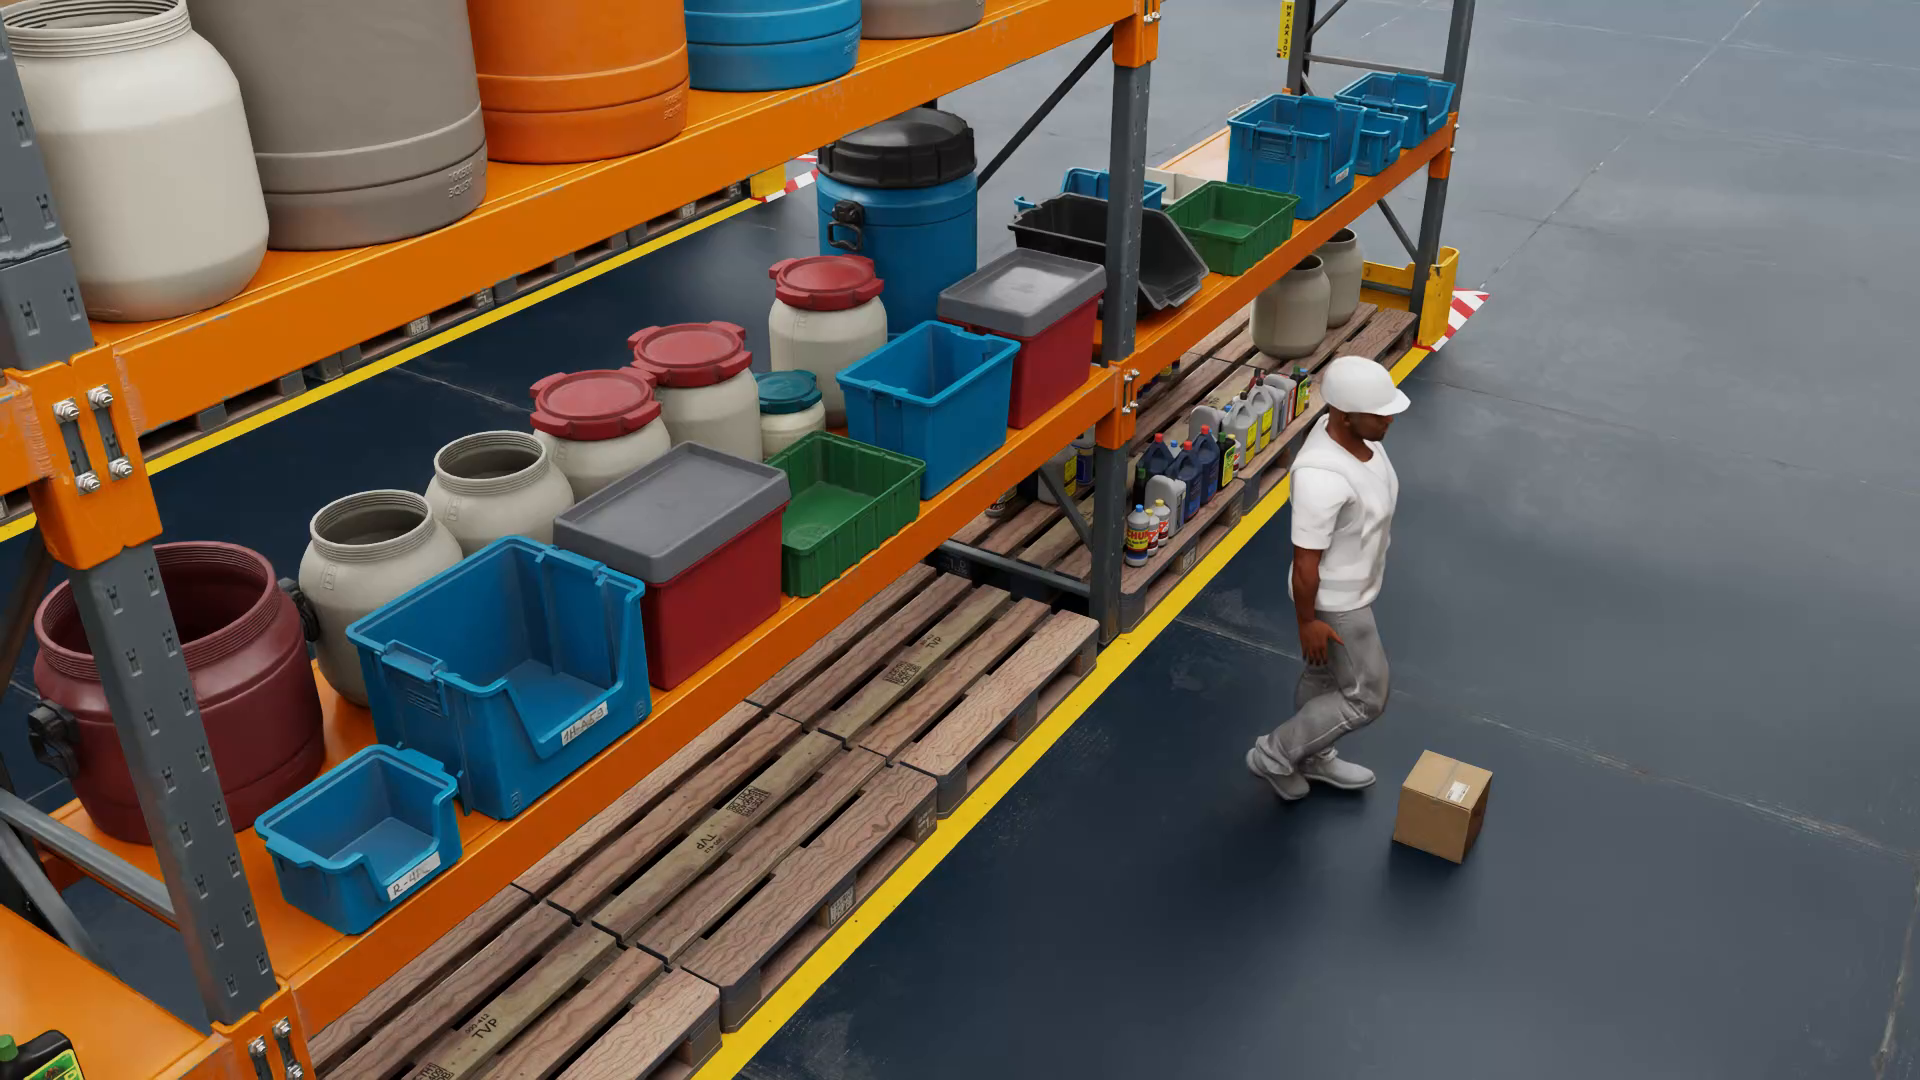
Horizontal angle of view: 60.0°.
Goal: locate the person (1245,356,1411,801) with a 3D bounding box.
[{"bbox_3d":[1.324,0.161,5.818,0.467,1.765,0.590,10,32,17],"label":"person"}]
